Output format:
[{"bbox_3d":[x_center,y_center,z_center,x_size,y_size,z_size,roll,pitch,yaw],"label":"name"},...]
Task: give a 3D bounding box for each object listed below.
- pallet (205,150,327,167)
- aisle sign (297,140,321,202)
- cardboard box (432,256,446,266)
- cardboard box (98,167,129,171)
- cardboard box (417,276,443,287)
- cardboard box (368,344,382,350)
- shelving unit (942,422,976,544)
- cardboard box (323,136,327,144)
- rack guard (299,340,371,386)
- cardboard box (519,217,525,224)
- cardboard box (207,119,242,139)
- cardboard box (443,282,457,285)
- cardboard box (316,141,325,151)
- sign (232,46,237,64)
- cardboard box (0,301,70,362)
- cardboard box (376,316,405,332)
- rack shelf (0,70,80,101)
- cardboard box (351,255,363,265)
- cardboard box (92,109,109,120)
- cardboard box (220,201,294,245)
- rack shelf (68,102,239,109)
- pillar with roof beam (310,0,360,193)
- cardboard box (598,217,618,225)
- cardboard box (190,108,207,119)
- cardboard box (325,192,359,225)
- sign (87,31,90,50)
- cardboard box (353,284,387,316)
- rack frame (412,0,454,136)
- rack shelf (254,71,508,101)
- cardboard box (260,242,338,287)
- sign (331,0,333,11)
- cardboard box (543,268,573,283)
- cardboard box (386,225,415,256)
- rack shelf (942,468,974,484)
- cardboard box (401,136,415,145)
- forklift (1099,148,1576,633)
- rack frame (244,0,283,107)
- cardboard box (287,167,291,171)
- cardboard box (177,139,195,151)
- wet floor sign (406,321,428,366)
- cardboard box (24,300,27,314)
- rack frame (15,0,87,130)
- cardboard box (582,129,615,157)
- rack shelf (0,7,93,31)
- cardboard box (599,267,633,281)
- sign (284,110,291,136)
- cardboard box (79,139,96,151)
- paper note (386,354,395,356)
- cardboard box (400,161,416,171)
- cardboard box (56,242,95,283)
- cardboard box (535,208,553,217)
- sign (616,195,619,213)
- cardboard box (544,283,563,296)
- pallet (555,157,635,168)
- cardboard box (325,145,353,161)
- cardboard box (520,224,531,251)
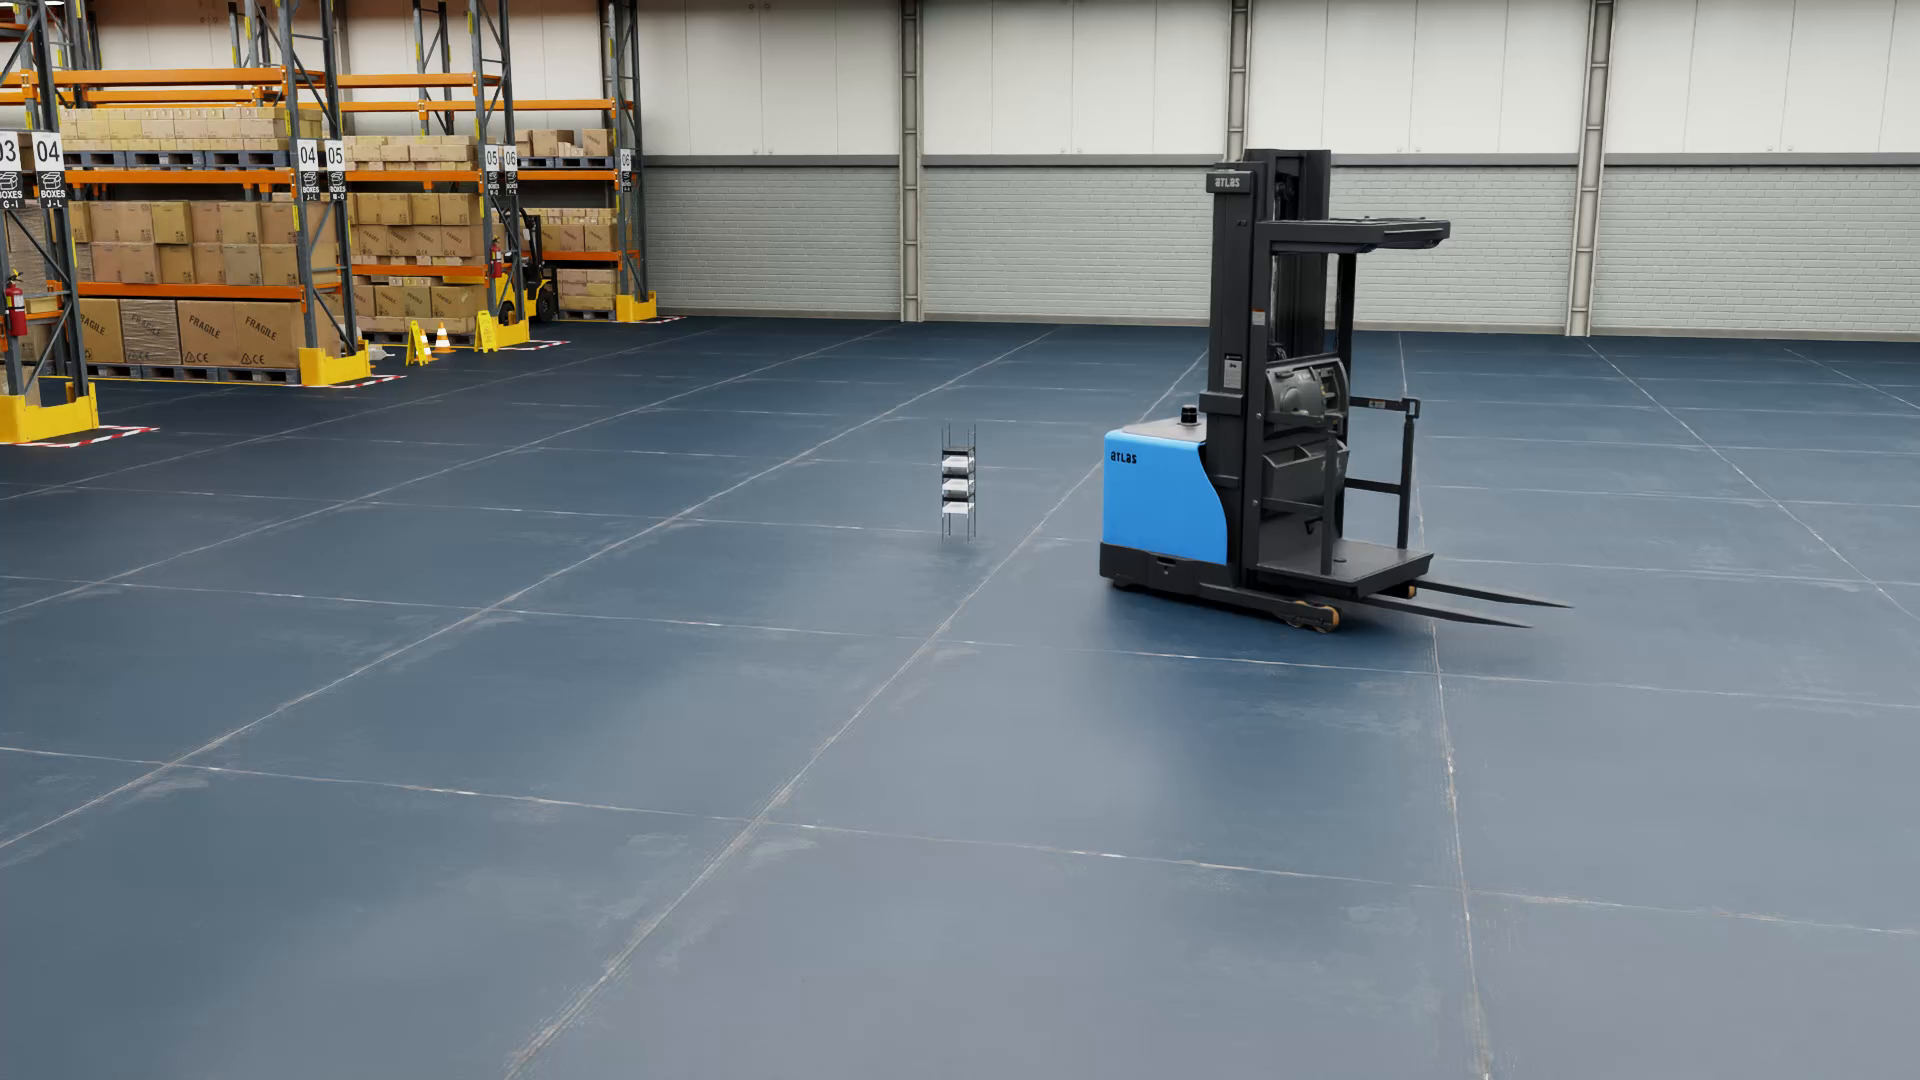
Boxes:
[{"bbox_3d":[-9.265,-5.103,22.264,1.213,0.211,1.003,3,13,14],"label":"pallet"},{"bbox_3d":[-8.545,-4.848,21.834,0.004,0.787,0.394,3,13,14],"label":"aisle sign"},{"bbox_3d":[-8.385,-4.552,27.078,0.250,0.149,0.380,3,13,13],"label":"cardboard box"},{"bbox_3d":[-14.304,-6.569,28.436,0.500,0.500,0.700,3,13,14],"label":"cardboard box"},{"bbox_3d":[-8.667,-4.229,27.195,0.250,0.149,0.380,3,13,15],"label":"cardboard box"},{"bbox_3d":[-9.210,-2.944,25.832,0.250,0.149,0.380,12,17,43],"label":"cardboard box"},{"bbox_3d":[-0.008,-0.440,12.812,0.210,0.900,0.258,3,13,14],"label":"shelving unit"},{"bbox_3d":[-10.348,-6.504,27.110,0.250,0.149,0.380,3,13,13],"label":"cardboard box"},{"bbox_3d":[-8.519,-2.424,22.681,0.348,0.500,1.175,3,13,14],"label":"rack guard"},{"bbox_3d":[-8.409,-6.153,31.987,0.250,0.149,0.380,3,13,12],"label":"cardboard box"},{"bbox_3d":[-9.570,-5.429,21.986,0.500,0.250,0.500,3,13,14],"label":"cardboard box"},{"bbox_3d":[-8.703,-4.048,27.877,0.500,0.500,0.500,3,13,11],"label":"cardboard box"},{"bbox_3d":[-8.798,-5.327,22.446,0.250,0.149,0.380,3,13,14],"label":"cardboard box"},{"bbox_3d":[-14.156,-9.460,32.432,0.005,0.325,0.100,3,13,14],"label":"sign"},{"bbox_3d":[-13.050,-2.974,23.610,0.750,0.750,1.050,3,13,13],"label":"cardboard box"},{"bbox_3d":[-9.314,-3.595,27.564,0.500,0.250,0.500,3,13,12],"label":"cardboard box"},{"bbox_3d":[-14.368,-6.340,23.291,4.000,0.370,1.077,3,13,14],"label":"rack shelf"},{"bbox_3d":[-9.869,-4.625,27.408,0.250,0.149,0.380,3,13,14],"label":"cardboard box"},{"bbox_3d":[-11.414,-5.709,22.327,0.250,0.149,0.380,3,13,13],"label":"cardboard box"},{"bbox_3d":[-9.449,-4.283,22.448,0.550,0.550,0.875,3,13,14],"label":"cardboard box"},{"bbox_3d":[-15.978,-8.637,33.648,4.000,0.370,1.077,3,13,14],"label":"rack shelf"},{"bbox_3d":[-13.586,-8.297,29.527,0.548,9.000,9.100,3,13,14],"label":"pillar with roof beam"},{"bbox_3d":[-6.673,-6.061,31.571,0.250,0.149,0.380,3,13,14],"label":"cardboard box"},{"bbox_3d":[-9.936,-5.630,21.971,0.250,0.149,0.380,3,13,14],"label":"cardboard box"},{"bbox_3d":[-9.991,-5.451,27.324,0.500,0.500,0.700,3,13,12],"label":"cardboard box"},{"bbox_3d":[-15.101,-8.645,28.760,0.005,0.325,0.100,3,13,14],"label":"sign"},{"bbox_3d":[-9.804,-3.989,27.607,0.500,0.500,0.500,4,13,16],"label":"cardboard box"},{"bbox_3d":[-10.152,-8.873,32.123,0.127,3.000,1.000,3,13,14],"label":"rack frame"},{"bbox_3d":[-9.396,-7.372,27.028,4.000,0.370,1.077,3,13,14],"label":"rack shelf"},{"bbox_3d":[-8.914,-3.729,22.444,0.550,0.550,0.875,3,13,14],"label":"cardboard box"},{"bbox_3d":[-8.403,-7.224,22.173,0.005,0.325,0.100,3,13,14],"label":"sign"},{"bbox_3d":[-7.780,-5.095,32.016,0.500,0.250,0.500,3,13,14],"label":"cardboard box"},{"bbox_3d":[-9.017,-4.910,27.196,0.500,0.500,0.500,3,13,13],"label":"cardboard box"},{"bbox_3d":[-0.008,-0.495,12.800,0.200,0.077,0.258,3,13,14],"label":"rack shelf"},{"bbox_3d":[-8.817,-6.448,26.858,0.250,0.149,0.380,3,13,14],"label":"cardboard box"},{"bbox_3d":[2.395,-0.983,10.572,3.031,2.935,1.130,11,17,41],"label":"forklift"},{"bbox_3d":[-11.338,-7.829,27.417,0.127,3.000,1.000,3,13,14],"label":"rack frame"},{"bbox_3d":[-10.854,-6.148,27.347,0.250,0.149,0.380,3,13,14],"label":"cardboard box"},{"bbox_3d":[-10.180,-5.254,22.116,0.250,0.149,0.380,3,13,14],"label":"cardboard box"},{"bbox_3d":[-8.040,-2.911,24.541,0.232,0.644,0.267,1,13,4],"label":"wet floor sign"},{"bbox_3d":[-10.155,-2.457,17.637,0.250,0.149,0.380,3,13,14],"label":"cardboard box"},{"bbox_3d":[-12.426,-6.782,22.702,0.127,3.000,1.000,3,13,14],"label":"rack frame"},{"bbox_3d":[-6.757,-7.475,31.318,0.500,0.500,0.500,3,13,15],"label":"cardboard box"},{"bbox_3d":[-19.861,-10.663,34.180,4.000,0.370,1.077,3,13,14],"label":"rack shelf"},{"bbox_3d":[-6.690,-5.152,32.273,0.500,0.250,0.500,3,13,13],"label":"cardboard box"},{"bbox_3d":[-8.686,-5.391,21.493,0.005,0.325,0.100,3,13,14],"label":"sign"},{"bbox_3d":[-11.660,-5.332,22.472,0.250,0.149,0.380,3,13,13],"label":"cardboard box"},{"bbox_3d":[-8.849,-2.873,25.787,0.142,0.019,0.148,-1,13,-6],"label":"paper note"},{"bbox_3d":[-8.850,-6.051,26.909,0.250,0.149,0.380,3,13,13],"label":"cardboard box"},{"bbox_3d":[-12.065,-3.910,23.260,0.550,0.550,0.875,3,13,14],"label":"cardboard box"},{"bbox_3d":[-7.930,-6.266,31.811,0.250,0.149,0.380,3,13,15],"label":"cardboard box"},{"bbox_3d":[-6.412,-6.304,31.175,0.005,0.325,0.100,3,13,14],"label":"sign"},{"bbox_3d":[-7.807,-4.853,32.081,0.500,0.250,0.500,3,13,12],"label":"cardboard box"},{"bbox_3d":[-6.949,-7.200,31.712,1.213,0.211,1.003,3,13,14],"label":"pallet"},{"bbox_3d":[-9.990,-6.302,27.122,0.500,0.250,0.500,3,13,14],"label":"cardboard box"},{"bbox_3d":[-8.299,-5.834,32.049,0.500,0.500,0.500,3,13,14],"label":"cardboard box"}]
